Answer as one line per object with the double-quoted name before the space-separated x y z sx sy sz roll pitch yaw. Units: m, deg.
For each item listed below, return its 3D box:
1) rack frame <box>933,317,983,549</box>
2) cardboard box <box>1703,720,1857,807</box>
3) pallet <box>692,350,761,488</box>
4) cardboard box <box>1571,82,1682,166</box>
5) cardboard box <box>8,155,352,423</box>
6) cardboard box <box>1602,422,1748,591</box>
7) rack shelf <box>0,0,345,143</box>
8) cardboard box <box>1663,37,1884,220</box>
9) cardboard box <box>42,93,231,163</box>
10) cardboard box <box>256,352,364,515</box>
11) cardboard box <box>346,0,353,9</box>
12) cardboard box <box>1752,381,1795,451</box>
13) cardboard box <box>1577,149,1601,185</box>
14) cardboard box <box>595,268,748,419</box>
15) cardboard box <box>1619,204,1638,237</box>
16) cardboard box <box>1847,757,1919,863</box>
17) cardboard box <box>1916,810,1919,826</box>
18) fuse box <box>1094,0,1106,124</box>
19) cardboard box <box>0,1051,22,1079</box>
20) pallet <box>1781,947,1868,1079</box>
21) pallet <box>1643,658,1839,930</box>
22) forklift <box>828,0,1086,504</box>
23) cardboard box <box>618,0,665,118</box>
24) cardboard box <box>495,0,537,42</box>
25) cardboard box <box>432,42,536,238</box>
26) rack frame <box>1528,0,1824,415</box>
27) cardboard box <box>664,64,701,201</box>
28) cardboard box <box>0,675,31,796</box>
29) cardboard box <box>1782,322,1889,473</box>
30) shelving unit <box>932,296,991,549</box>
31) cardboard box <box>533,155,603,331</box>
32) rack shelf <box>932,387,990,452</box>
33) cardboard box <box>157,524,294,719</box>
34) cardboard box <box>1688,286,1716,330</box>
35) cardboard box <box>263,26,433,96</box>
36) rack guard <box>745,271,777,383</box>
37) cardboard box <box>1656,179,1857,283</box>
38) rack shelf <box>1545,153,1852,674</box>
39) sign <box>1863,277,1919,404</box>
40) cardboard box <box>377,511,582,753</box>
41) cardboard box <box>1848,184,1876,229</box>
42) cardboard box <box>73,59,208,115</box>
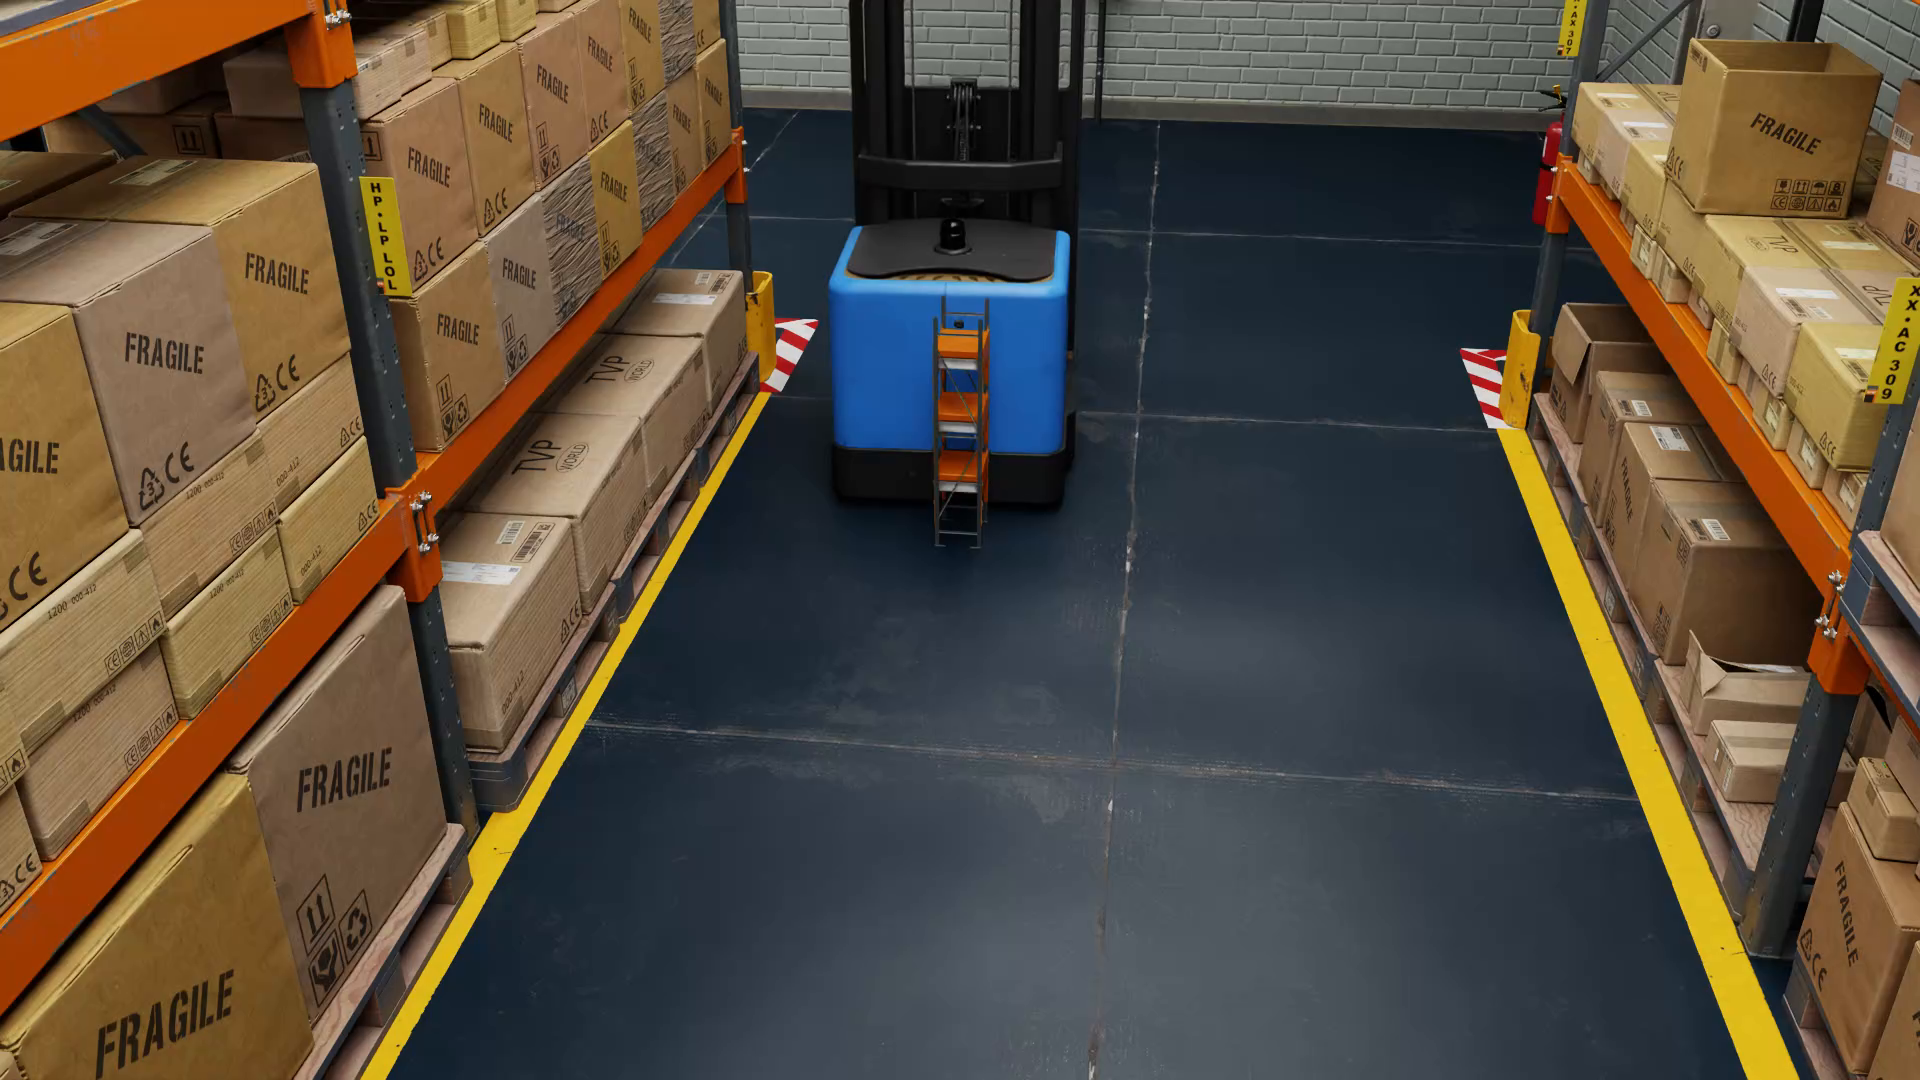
"rack frame" -0.008 -0.430 6.941 0.200 1.050 0.008 3 28 6
"cardboard box" 2.623 0.714 5.324 0.380 0.149 0.250 3 28 5
"pallet" -1.610 -0.637 8.211 1.003 0.211 1.213 3 28 6
"cardboard box" 3.014 -1.826 7.322 0.500 0.250 0.500 4 29 6
"cardboard box" -1.886 -0.622 4.083 0.500 0.500 0.500 4 29 8
"cardboard box" 2.860 -0.118 6.499 0.500 0.500 0.500 4 29 7
"rack shelf" -2.325 -0.426 2.473 1.077 0.370 4.000 3 28 6
"cardboard box" 2.830 -1.450 5.833 0.500 0.500 0.500 4 29 7
"cardboard box" -2.296 -1.085 4.943 0.500 0.500 0.500 3 28 6
"cardboard box" -1.893 -0.296 4.267 0.500 0.250 0.500 3 28 6
"cardboard box" -2.165 -1.651 5.309 0.380 0.149 0.250 3 28 6
"cardboard box" 2.653 -0.378 5.054 0.380 0.149 0.250 4 29 8
"cardboard box" 3.024 -1.710 7.526 0.380 0.149 0.250 3 28 6
"cardboard box" -1.572 -0.986 8.177 0.875 0.438 0.875 2 28 4
"cardboard box" 2.949 -1.346 6.851 0.380 0.149 0.250 4 29 8
"cardboard box" 2.539 0.707 4.284 0.380 0.149 0.250 5 29 9
"cardboard box" 2.554 0.701 3.981 0.380 0.149 0.250 2 28 4
"fuse box" 1.145 -4.144 13.137 0.539 1.711 0.414 3 28 6
"cardboard box" -2.290 1.530 3.044 0.875 0.875 0.875 4 29 7
"pallet" 2.784 1.536 4.176 1.003 0.211 1.213 3 28 6
"pallet" 2.932 0.828 5.491 1.003 0.211 1.213 3 28 6
"forklift" 0.053 -2.120 8.094 1.130 2.935 3.031 2 28 4
"cardboard box" -1.512 -2.009 6.657 0.500 0.500 0.500 3 28 6
"cardboard box" -1.626 -1.748 5.488 0.380 0.149 0.250 3 28 5
"cardboard box" -1.713 -1.295 5.331 0.500 0.500 0.500 3 28 6
"rack frame" 3.337 -1.959 7.724 1.000 3.000 0.127 3 28 6
"cardboard box" -1.463 -1.812 7.346 0.500 0.500 0.500 3 28 5
"cardboard box" -2.050 0.426 2.927 0.500 0.250 0.500 4 29 7
"cardboard box" 2.667 -0.395 4.665 0.500 0.250 0.500 4 29 7
"shelving unit" 0.007 -0.487 7.048 0.215 1.050 0.252 3 28 6
"cardboard box" -1.630 -1.083 5.993 0.500 0.500 0.500 4 29 7
"rack shelf" 0.007 -0.478 7.053 0.215 0.259 0.240 3 28 6
"cardboard box" -1.949 0.168 3.933 0.500 0.250 0.500 3 28 5
"cardboard box" 2.842 -0.856 5.941 0.380 0.149 0.250 3 28 6
"cardboard box" -1.769 -1.388 4.820 0.380 0.149 0.250 4 29 7
"rack guard" -1.587 -1.157 8.870 1.175 0.500 0.348 3 28 6
"cardboard box" 2.852 -1.108 5.989 0.500 0.250 0.500 3 28 5
"rack shelf" 3.092 -0.701 6.147 1.077 0.370 4.000 3 28 6
"sign" 2.307 -0.485 4.076 0.100 0.325 0.005 3 28 6
"cardboard box" -1.897 0.291 5.806 0.875 0.438 0.875 3 28 5
"cardboard box" 3.350 -1.071 5.919 0.500 0.250 0.500 3 28 6
"cardboard box" -2.358 -1.296 4.650 0.380 0.149 0.250 3 28 5
